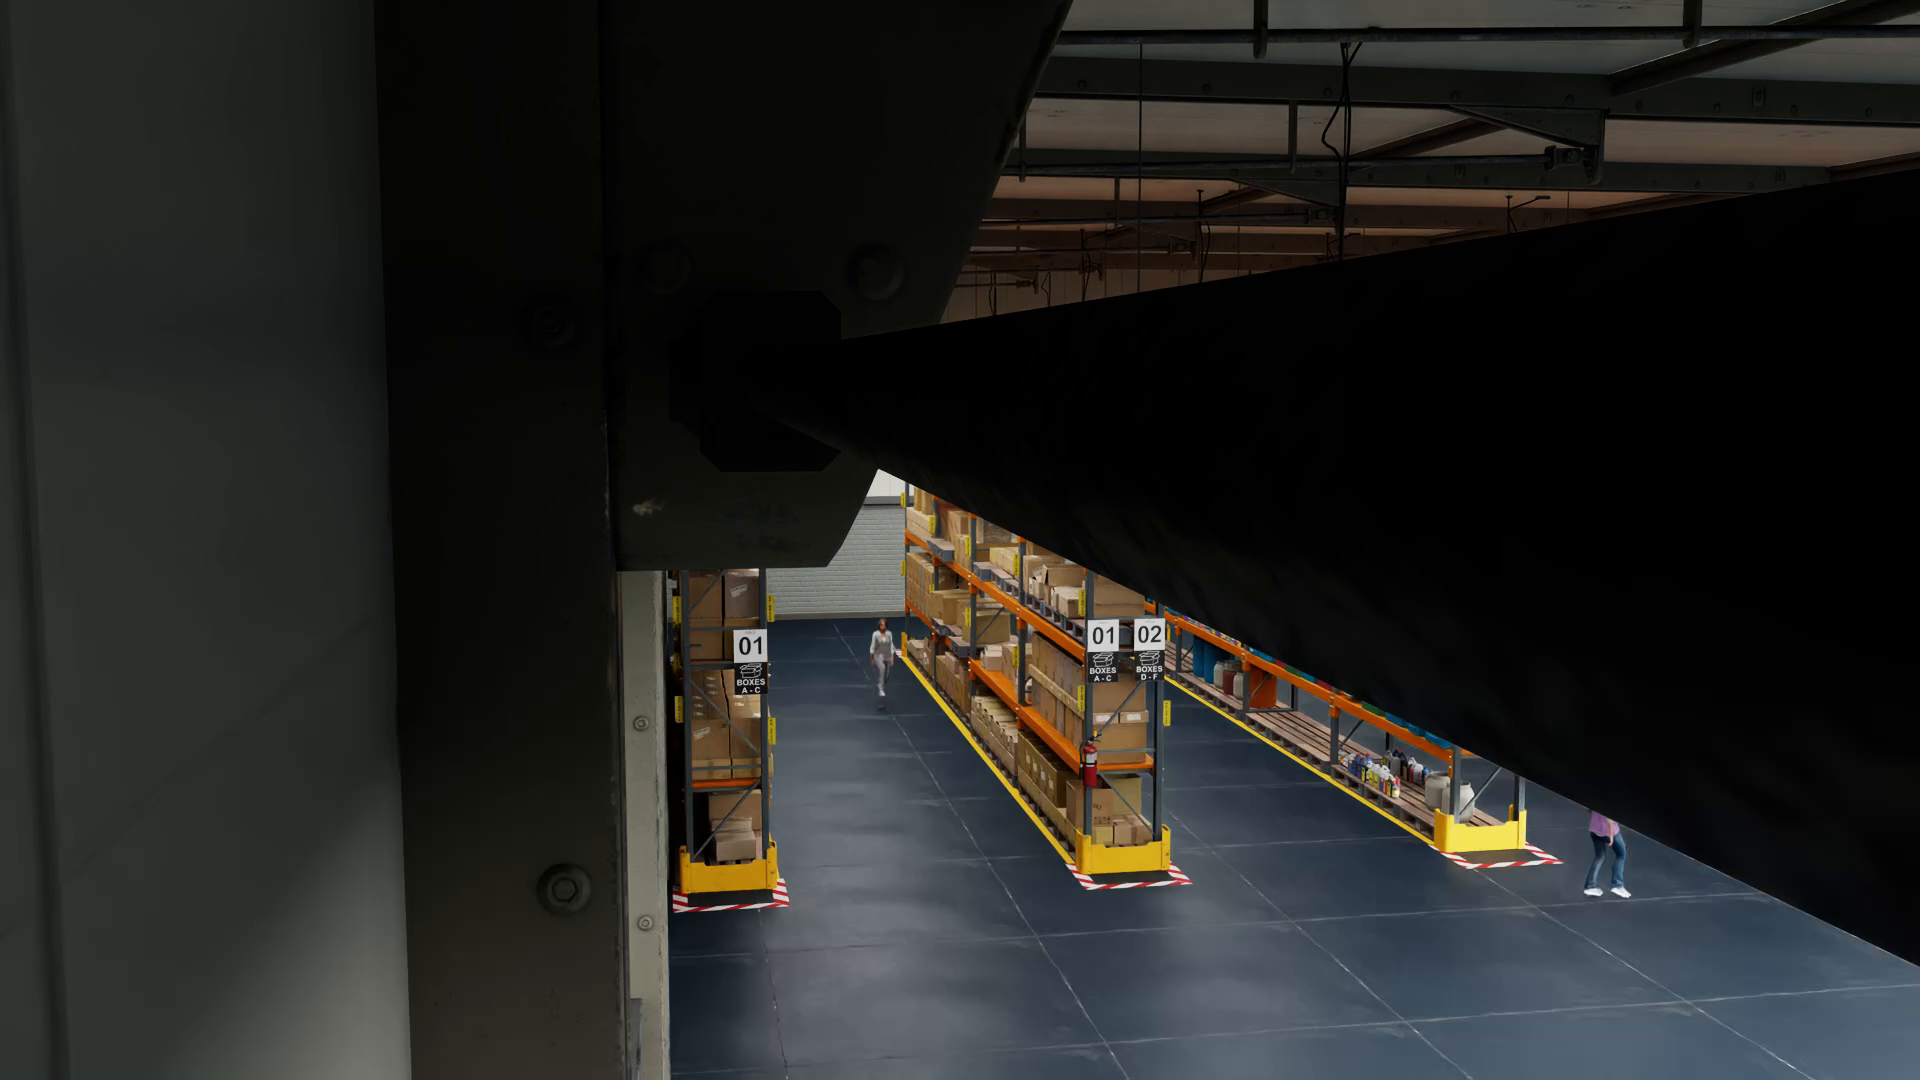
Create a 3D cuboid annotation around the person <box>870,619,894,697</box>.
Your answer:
[{"bbox_3d":[-1.429,2.168,31.044,0.446,1.390,1.010,-3,6,-23],"label":"person"}]

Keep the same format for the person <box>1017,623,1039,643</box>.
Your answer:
[{"bbox_3d":[1.415,1.763,34.626,0.491,1.540,0.511,4,7,32],"label":"person"}]

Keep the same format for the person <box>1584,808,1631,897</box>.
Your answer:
[{"bbox_3d":[7.742,3.500,19.928,0.573,1.601,0.515,-3,7,-28],"label":"person"}]
